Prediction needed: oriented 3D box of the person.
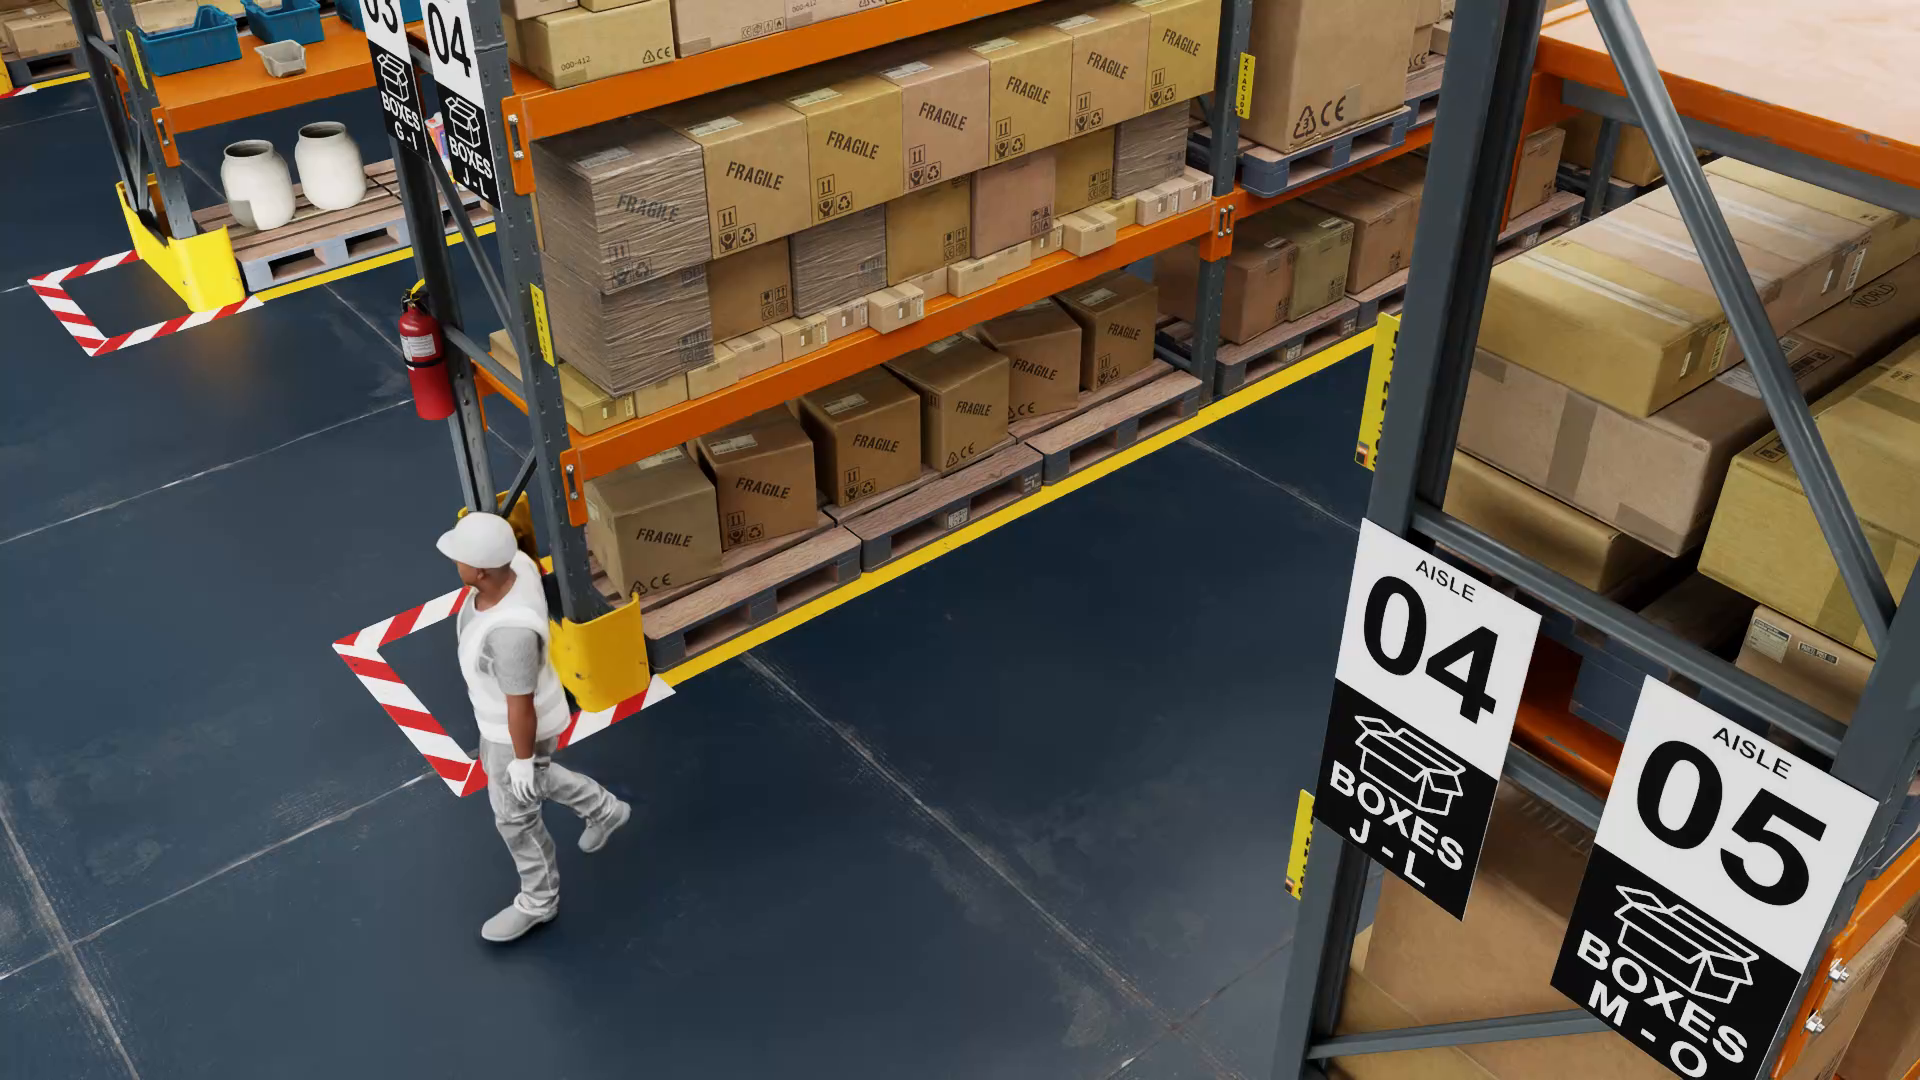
[{"bbox_3d":[-1.601,0.645,6.136,0.647,1.773,0.607,-12,37,-16],"label":"person"}]
